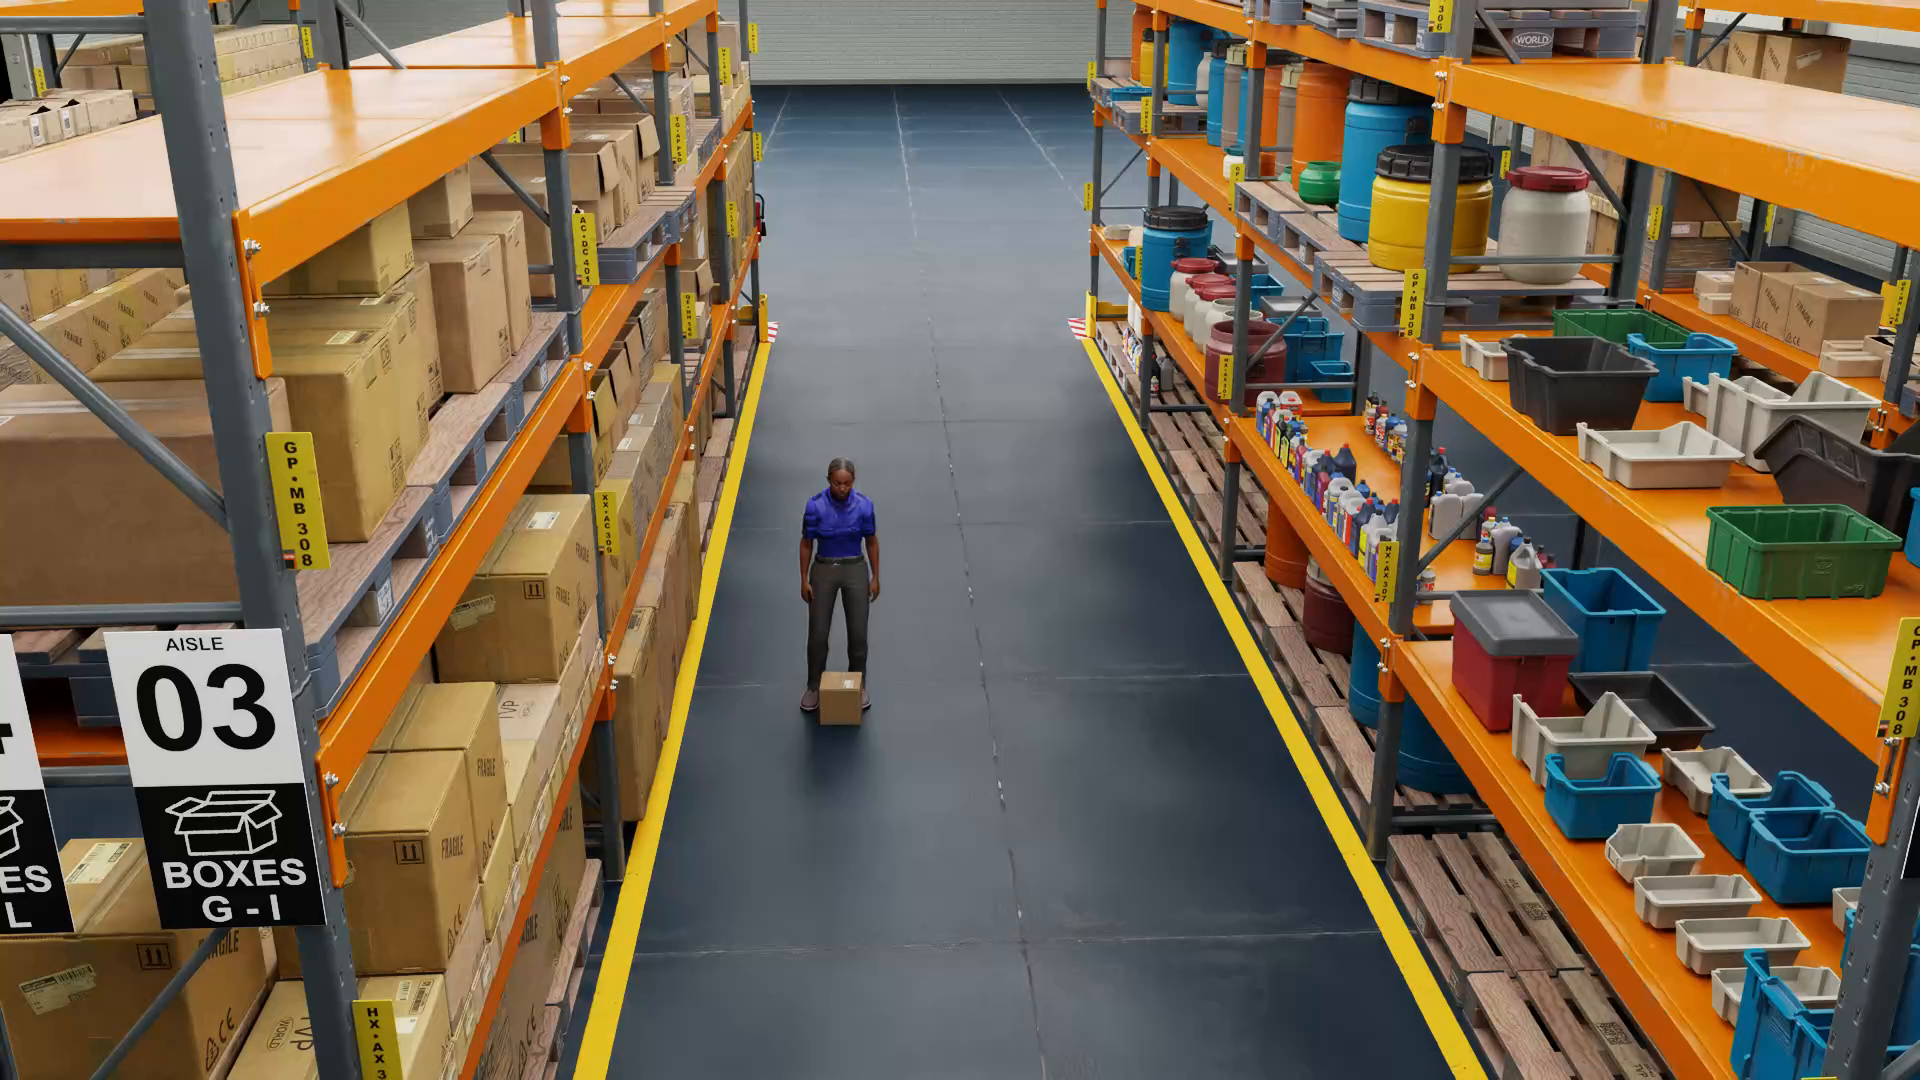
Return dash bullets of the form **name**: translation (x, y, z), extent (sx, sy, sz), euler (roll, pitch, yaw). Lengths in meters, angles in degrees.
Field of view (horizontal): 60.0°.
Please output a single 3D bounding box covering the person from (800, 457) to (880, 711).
- **person**: translation (-0.764, 0.254, 10.406), extent (0.532, 1.654, 0.351), euler (-2, 21, -6)
